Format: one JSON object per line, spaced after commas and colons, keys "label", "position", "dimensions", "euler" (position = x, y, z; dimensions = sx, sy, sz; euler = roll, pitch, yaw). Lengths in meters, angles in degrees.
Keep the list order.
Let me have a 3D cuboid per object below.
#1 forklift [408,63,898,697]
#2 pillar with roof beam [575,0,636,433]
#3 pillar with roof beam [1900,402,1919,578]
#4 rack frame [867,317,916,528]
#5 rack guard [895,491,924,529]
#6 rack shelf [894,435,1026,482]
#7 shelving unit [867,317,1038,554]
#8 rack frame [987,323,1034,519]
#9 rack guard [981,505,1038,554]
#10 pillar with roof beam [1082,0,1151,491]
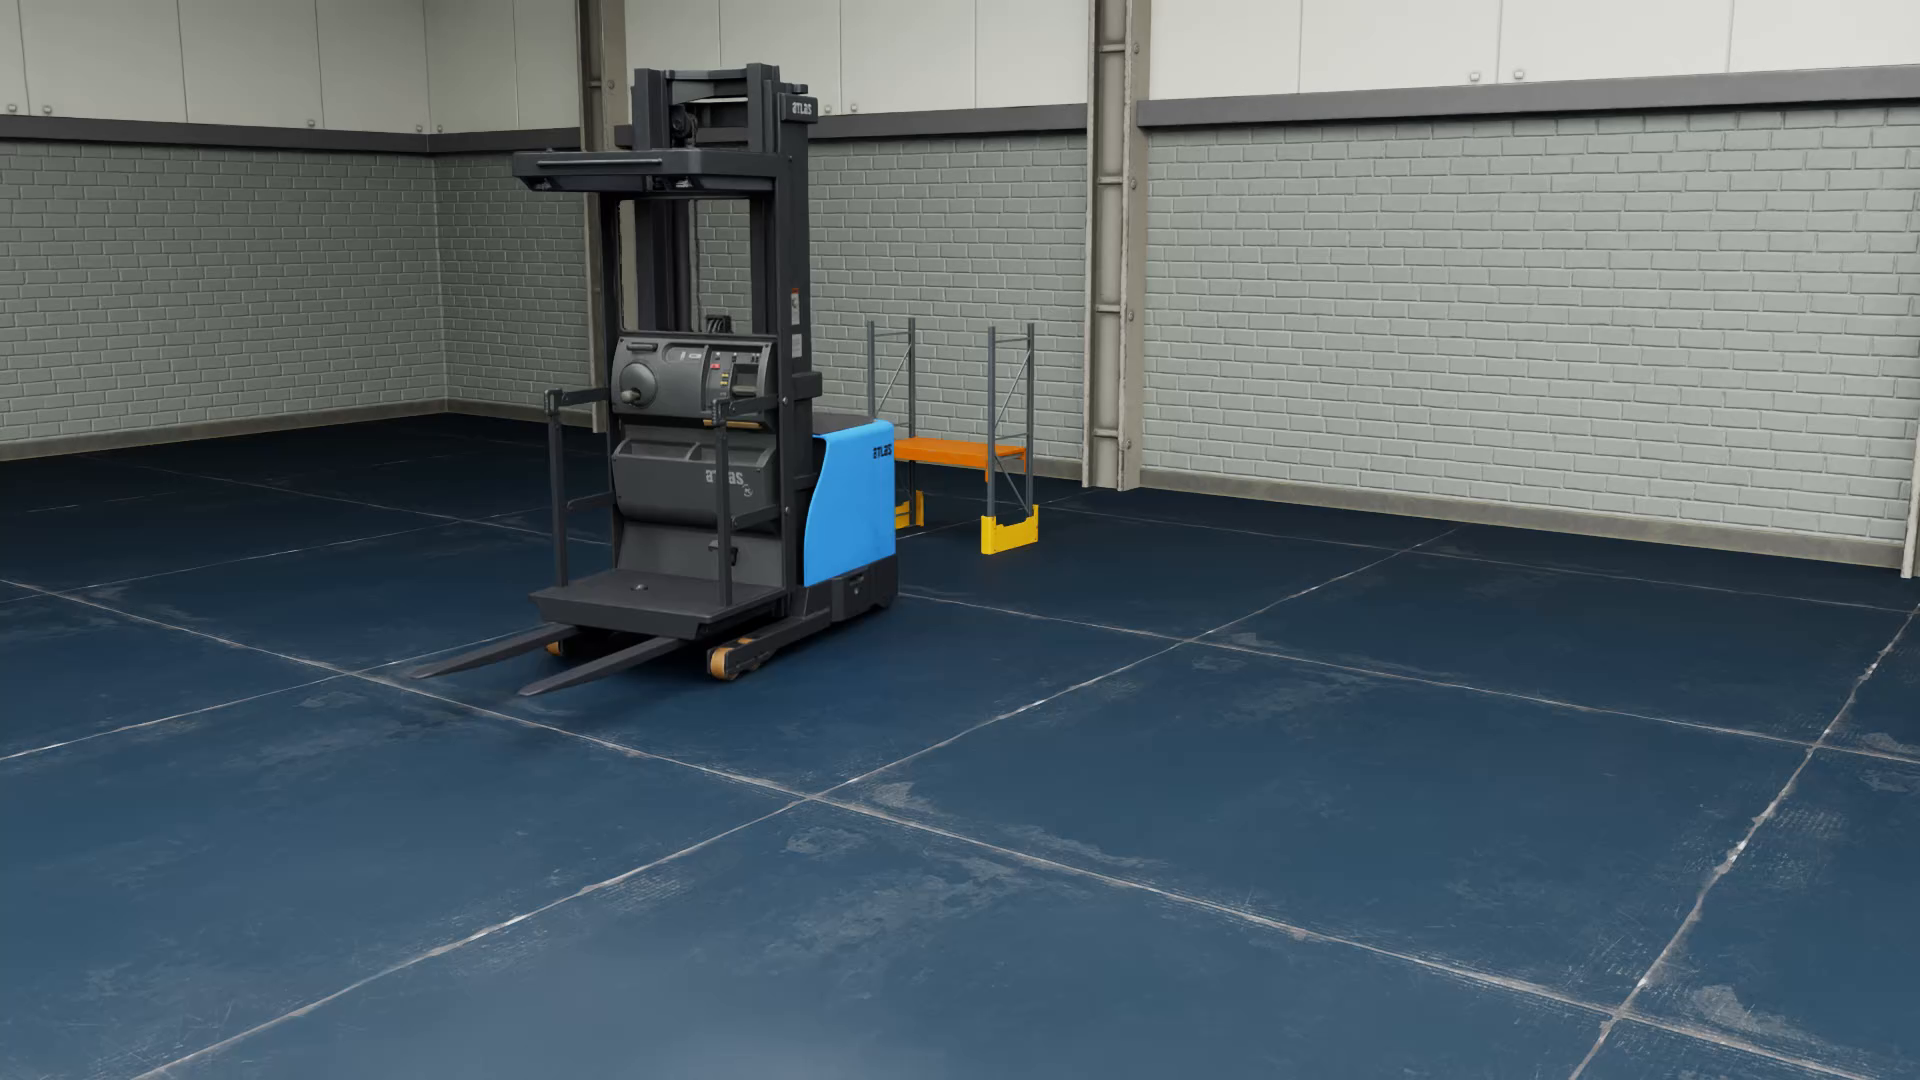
{"label": "forklift", "position": [-1.453, -0.854, 8.228], "dimensions": [1.130, 2.935, 3.031], "euler": [5, 12, 25]}
{"label": "pillar with roof beam", "position": [-6.124, -4.878, 13.054], "dimensions": [0.400, 9.000, 9.100], "euler": [8, 13, 36]}
{"label": "pillar with roof beam", "position": [3.548, -3.529, 6.080], "dimensions": [0.400, 9.000, 9.100], "euler": [8, 13, 36]}
{"label": "rack frame", "position": [-0.478, -0.803, 11.732], "dimensions": [0.032, 1.500, 0.500], "euler": [8, 13, 36]}
{"label": "rack guard", "position": [-0.463, -0.187, 11.840], "dimensions": [0.087, 0.250, 0.587], "euler": [8, 13, 36]}
{"label": "rack shelf", "position": [-0.069, -0.569, 11.471], "dimensions": [1.000, 0.185, 0.538], "euler": [8, 13, 36]}
{"label": "shelving unit", "position": [-0.061, -0.745, 11.432], "dimensions": [1.083, 1.500, 0.587], "euler": [8, 13, 36]}
{"label": "rack frame", "position": [0.341, -0.689, 11.141], "dimensions": [0.032, 1.500, 0.500], "euler": [8, 13, 36]}
{"label": "rack guard", "position": [0.340, -0.075, 11.261], "dimensions": [0.087, 0.250, 0.587], "euler": [8, 13, 36]}
{"label": "pillar with roof beam", "position": [-1.288, -4.204, 9.567], "dimensions": [0.400, 9.000, 9.100], "euler": [8, 13, 36]}
